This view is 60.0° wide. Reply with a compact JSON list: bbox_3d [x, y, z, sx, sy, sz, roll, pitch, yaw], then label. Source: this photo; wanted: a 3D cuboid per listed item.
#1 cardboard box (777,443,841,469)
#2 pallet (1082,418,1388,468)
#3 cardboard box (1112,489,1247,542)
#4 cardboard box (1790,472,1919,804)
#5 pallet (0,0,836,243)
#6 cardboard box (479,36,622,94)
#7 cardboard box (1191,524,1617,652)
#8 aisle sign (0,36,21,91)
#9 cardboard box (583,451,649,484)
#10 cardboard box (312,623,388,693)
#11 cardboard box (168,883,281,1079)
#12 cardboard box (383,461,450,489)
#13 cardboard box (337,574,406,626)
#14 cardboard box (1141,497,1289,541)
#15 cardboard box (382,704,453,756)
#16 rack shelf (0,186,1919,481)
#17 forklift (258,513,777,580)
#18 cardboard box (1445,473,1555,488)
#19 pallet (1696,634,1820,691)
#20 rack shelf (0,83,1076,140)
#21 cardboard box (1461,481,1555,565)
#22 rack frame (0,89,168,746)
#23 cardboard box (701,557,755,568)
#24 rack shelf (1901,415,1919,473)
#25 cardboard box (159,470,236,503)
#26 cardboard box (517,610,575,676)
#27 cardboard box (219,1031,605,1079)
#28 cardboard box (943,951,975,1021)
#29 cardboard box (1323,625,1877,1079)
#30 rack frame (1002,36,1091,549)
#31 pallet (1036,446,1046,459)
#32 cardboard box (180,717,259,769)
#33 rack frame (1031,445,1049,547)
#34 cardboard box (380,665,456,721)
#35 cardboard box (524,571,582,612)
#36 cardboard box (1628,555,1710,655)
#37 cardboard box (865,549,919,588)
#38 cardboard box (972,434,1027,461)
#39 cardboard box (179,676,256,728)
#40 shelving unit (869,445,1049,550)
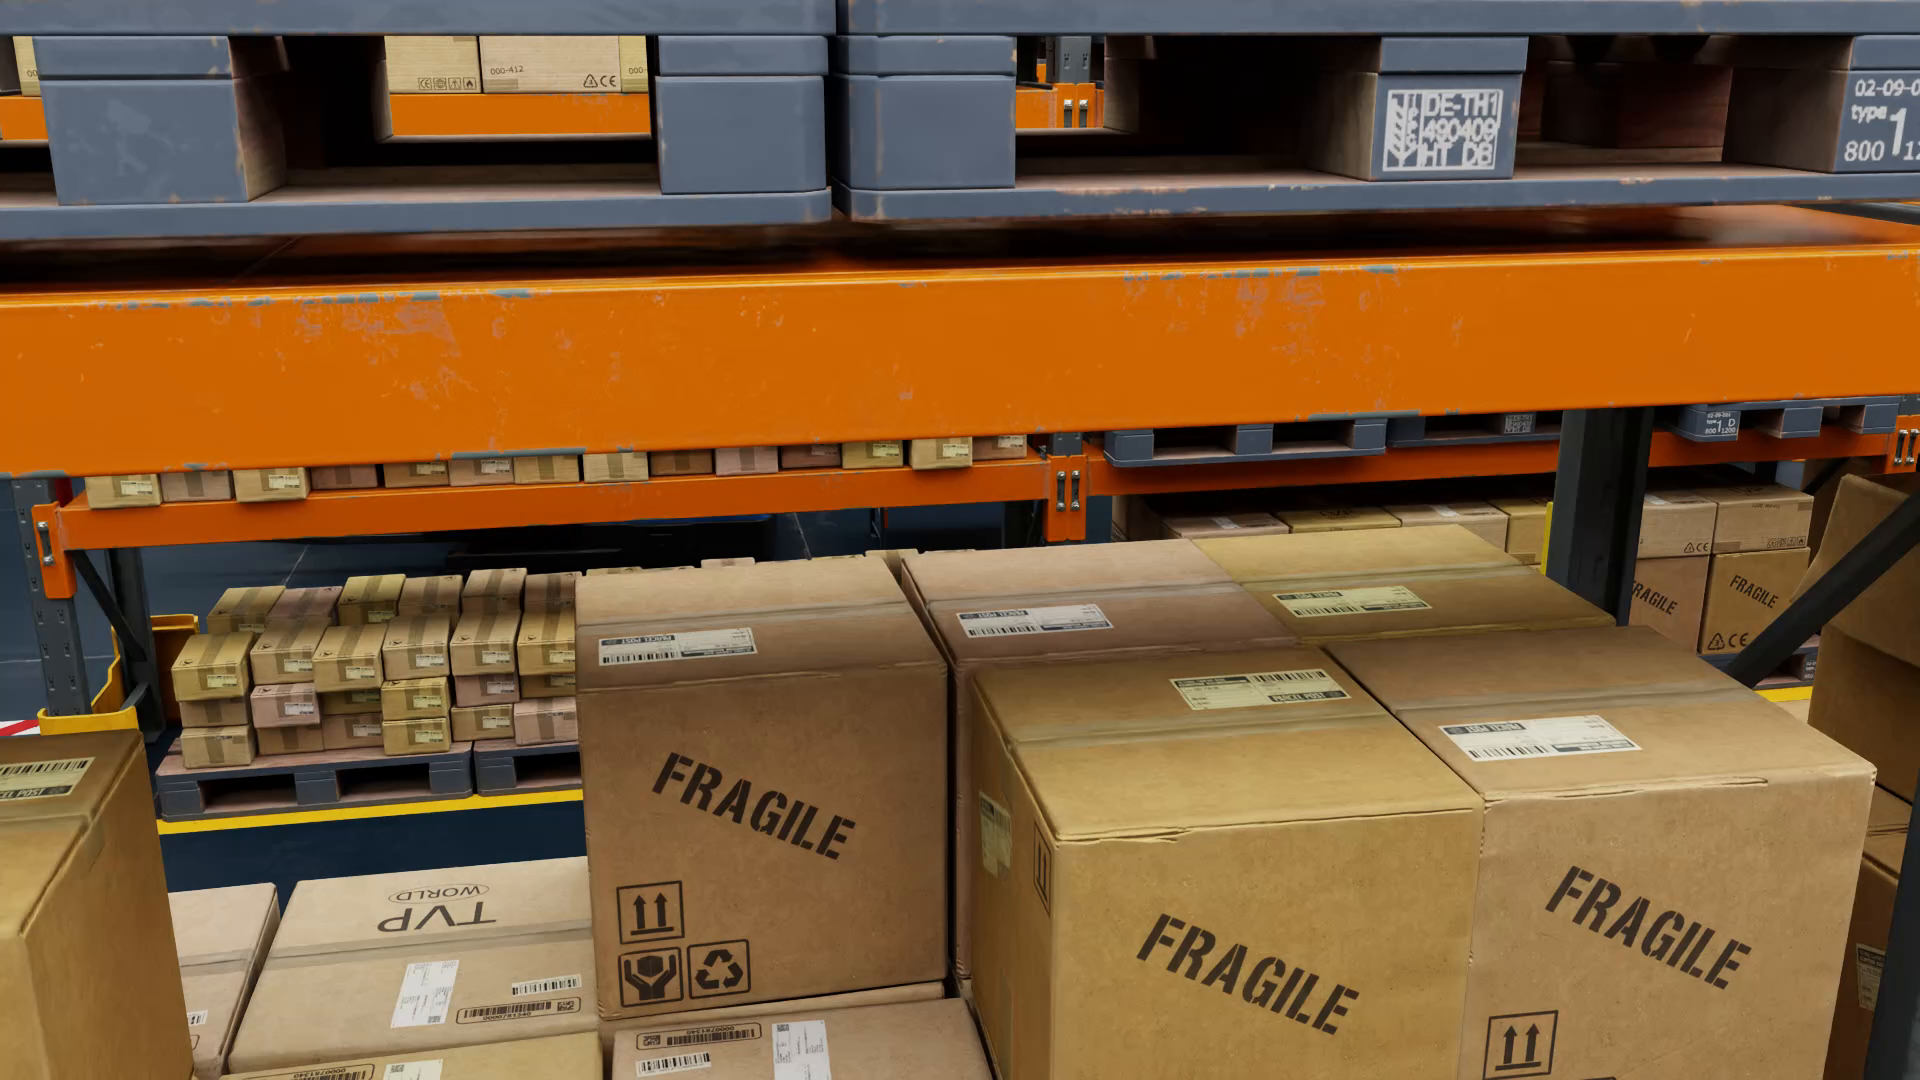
[{"bbox_3d":[-0.651,-0.423,7.009,0.250,0.149,0.380,-4,17,-12],"label":"cardboard box"},{"bbox_3d":[1.135,-0.574,7.397,1.213,0.211,1.003,-3,17,-10],"label":"pallet"},{"bbox_3d":[1.041,-0.143,7.935,0.500,0.250,0.500,-4,17,-12],"label":"cardboard box"},{"bbox_3d":[1.824,0.206,2.655,0.637,0.503,0.797,-4,17,-12],"label":"cardboard box"},{"bbox_3d":[-0.802,-0.511,1.909,1.213,0.211,1.003,-3,17,-10],"label":"pallet"},{"bbox_3d":[-1.551,-1.842,6.345,0.500,0.250,0.500,-3,17,-11],"label":"cardboard box"},{"bbox_3d":[0.680,0.295,2.715,0.500,0.500,0.500,-3,17,-10],"label":"cardboard box"},{"bbox_3d":[-3.699,-1.767,6.528,0.004,0.787,0.394,-3,17,-10],"label":"aisle sign"},{"bbox_3d":[-1.400,-0.353,6.781,0.250,0.149,0.380,-3,17,-9],"label":"cardboard box"},{"bbox_3d":[-2.472,0.477,6.776,0.250,0.149,0.380,-3,17,-11],"label":"cardboard box"},{"bbox_3d":[-1.305,0.763,2.467,0.500,0.250,0.500,-4,17,-12],"label":"cardboard box"},{"bbox_3d":[-2.174,-0.333,6.715,0.250,0.149,0.380,-3,17,-11],"label":"cardboard box"},{"bbox_3d":[-2.611,0.285,7.403,0.250,0.149,0.380,-4,17,-12],"label":"cardboard box"},{"bbox_3d":[1.133,0.006,7.448,0.500,0.250,0.500,-4,18,-13],"label":"cardboard box"},{"bbox_3d":[-2.239,0.747,6.912,0.250,0.149,0.380,-3,17,-10],"label":"cardboard box"},{"bbox_3d":[-0.765,-0.208,1.996,4.000,0.370,1.077,-3,17,-10],"label":"rack shelf"},{"bbox_3d":[-2.636,-1.329,9.648,3.031,2.935,1.130,-1,17,-5],"label":"forklift"},{"bbox_3d":[2.575,-0.231,8.220,0.500,0.250,0.500,-3,17,-10],"label":"cardboard box"},{"bbox_3d":[3.517,0.489,8.361,1.213,0.211,1.003,-3,17,-10],"label":"pallet"},{"bbox_3d":[-1.607,-1.643,6.670,4.000,0.370,1.077,-3,17,-10],"label":"rack shelf"},{"bbox_3d":[2.667,-0.083,7.738,0.500,0.250,0.500,-3,17,-9],"label":"cardboard box"},{"bbox_3d":[-3.570,-0.442,6.642,0.127,3.000,1.000,-3,17,-10],"label":"rack frame"},{"bbox_3d":[-1.058,0.211,7.644,0.250,0.149,0.380,-3,17,-9],"label":"cardboard box"},{"bbox_3d":[6.248,-0.655,8.561,4.000,0.370,1.077,-3,17,-10],"label":"rack shelf"},{"bbox_3d":[-2.948,-0.271,6.515,0.250,0.149,0.380,-3,17,-8],"label":"cardboard box"},{"bbox_3d":[-1.703,0.426,6.945,0.250,0.149,0.380,-3,17,-10],"label":"cardboard box"},{"bbox_3d":[-0.692,0.886,2.068,0.500,0.250,0.500,-4,17,-12],"label":"cardboard box"},{"bbox_3d":[0.199,0.677,2.747,0.500,0.250,0.500,-3,17,-11],"label":"cardboard box"},{"bbox_3d":[0.798,0.445,2.227,0.500,0.500,0.500,-3,17,-9],"label":"cardboard box"},{"bbox_3d":[0.357,-0.665,7.367,0.127,3.000,1.000,-3,17,-10],"label":"rack frame"},{"bbox_3d":[0.062,-0.818,12.615,1.213,0.211,1.003,-3,17,-10],"label":"pallet"},{"bbox_3d":[-2.995,0.783,6.793,0.250,0.149,0.380,-3,17,-9],"label":"cardboard box"},{"bbox_3d":[0.492,-0.566,10.238,0.032,1.125,0.500,-3,17,-10],"label":"rack frame"},{"bbox_3d":[-2.231,0.602,6.878,0.250,0.149,0.380,-3,17,-9],"label":"cardboard box"},{"bbox_3d":[-1.811,0.275,7.435,0.250,0.149,0.380,-4,17,-12],"label":"cardboard box"},{"bbox_3d":[3.178,0.247,7.942,0.500,0.500,0.500,-3,17,-8],"label":"cardboard box"},{"bbox_3d":[-0.302,0.171,7.774,0.250,0.149,0.380,-2,17,-8],"label":"cardboard box"},{"bbox_3d":[0.121,-0.461,7.132,0.250,0.149,0.380,-3,17,-11],"label":"cardboard box"},{"bbox_3d":[-3.007,0.623,6.809,0.250,0.149,0.380,-3,17,-8],"label":"cardboard box"},{"bbox_3d":[-0.007,-0.537,10.145,1.048,1.125,0.538,-3,17,-10],"label":"shelving unit"}]
